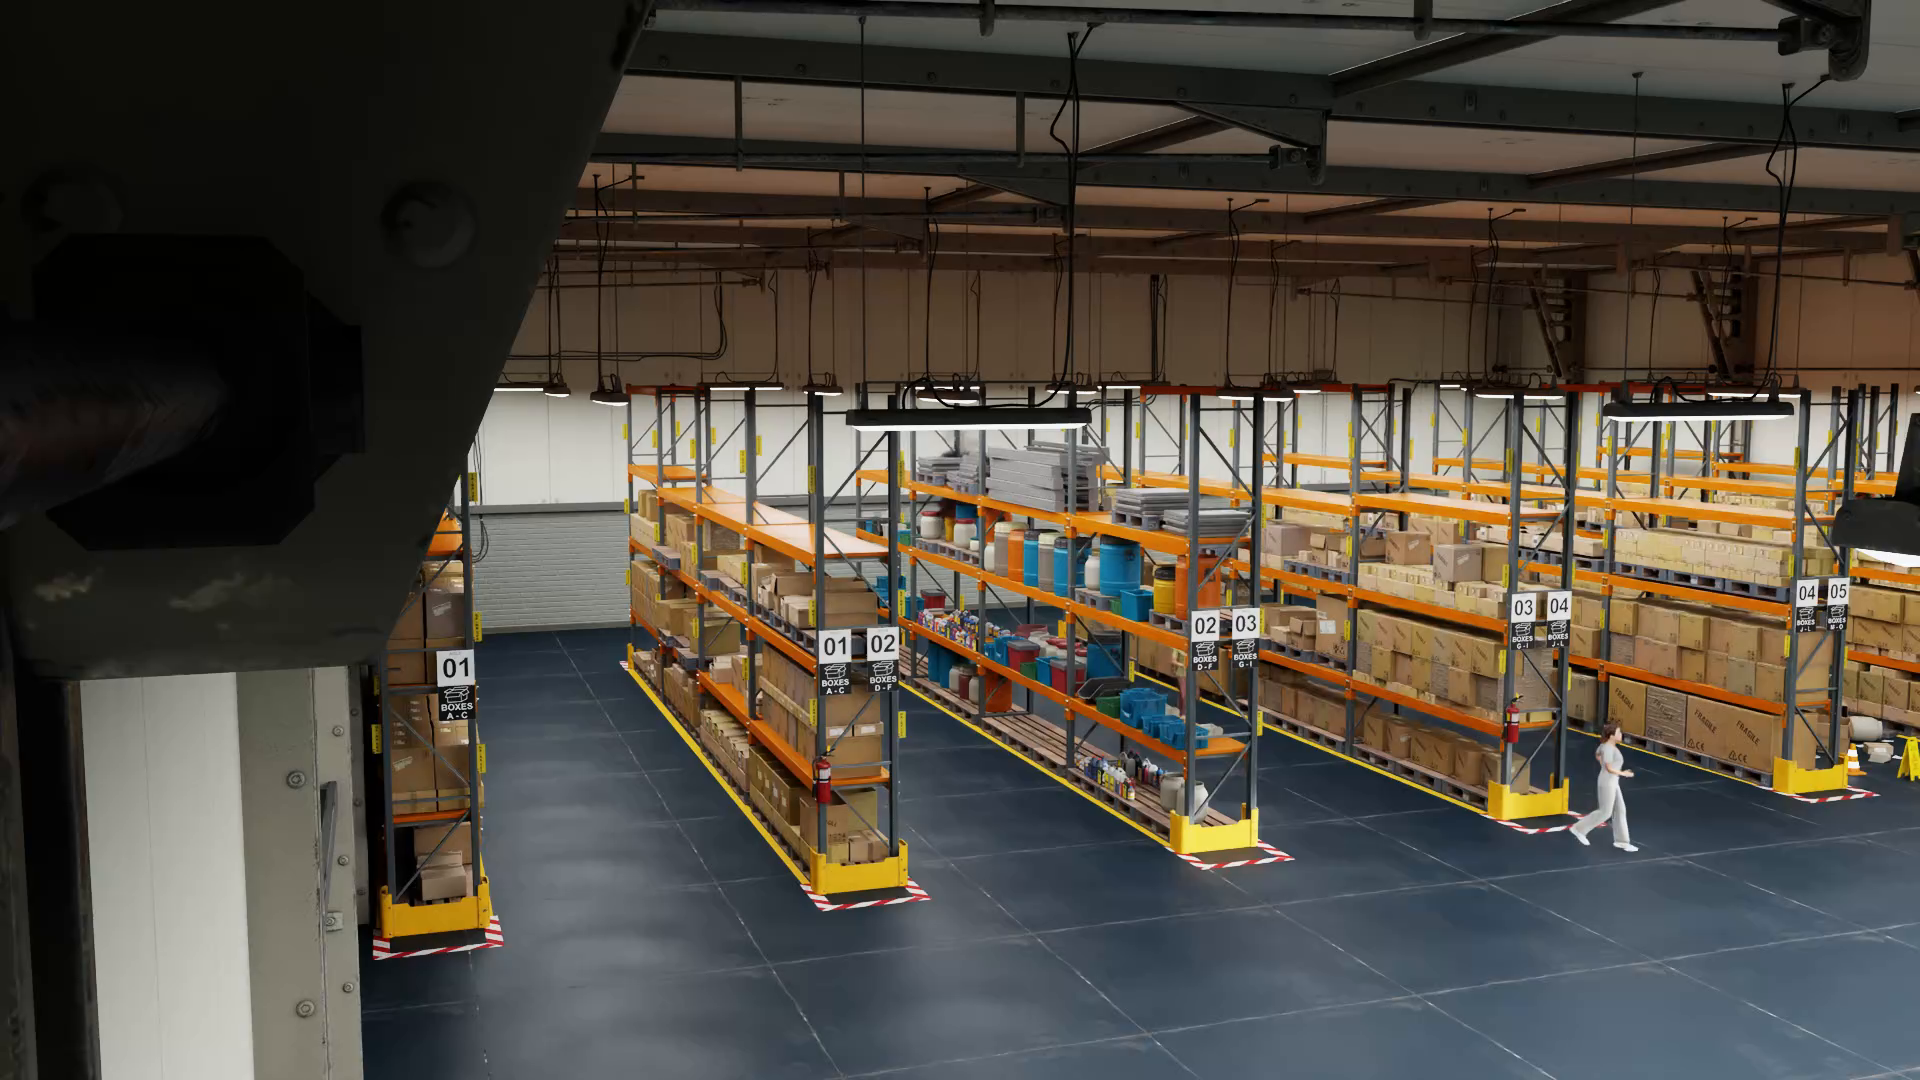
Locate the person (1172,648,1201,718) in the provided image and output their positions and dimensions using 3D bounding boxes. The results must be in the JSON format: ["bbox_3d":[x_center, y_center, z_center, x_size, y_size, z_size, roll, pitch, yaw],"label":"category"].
[{"bbox_3d":[4.058,2.430,29.709,0.565,1.630,0.559,-2,6,-23],"label":"person"}]

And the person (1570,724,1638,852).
[{"bbox_3d":[8.505,3.242,21.887,0.851,1.686,0.588,2,6,22],"label":"person"}]
